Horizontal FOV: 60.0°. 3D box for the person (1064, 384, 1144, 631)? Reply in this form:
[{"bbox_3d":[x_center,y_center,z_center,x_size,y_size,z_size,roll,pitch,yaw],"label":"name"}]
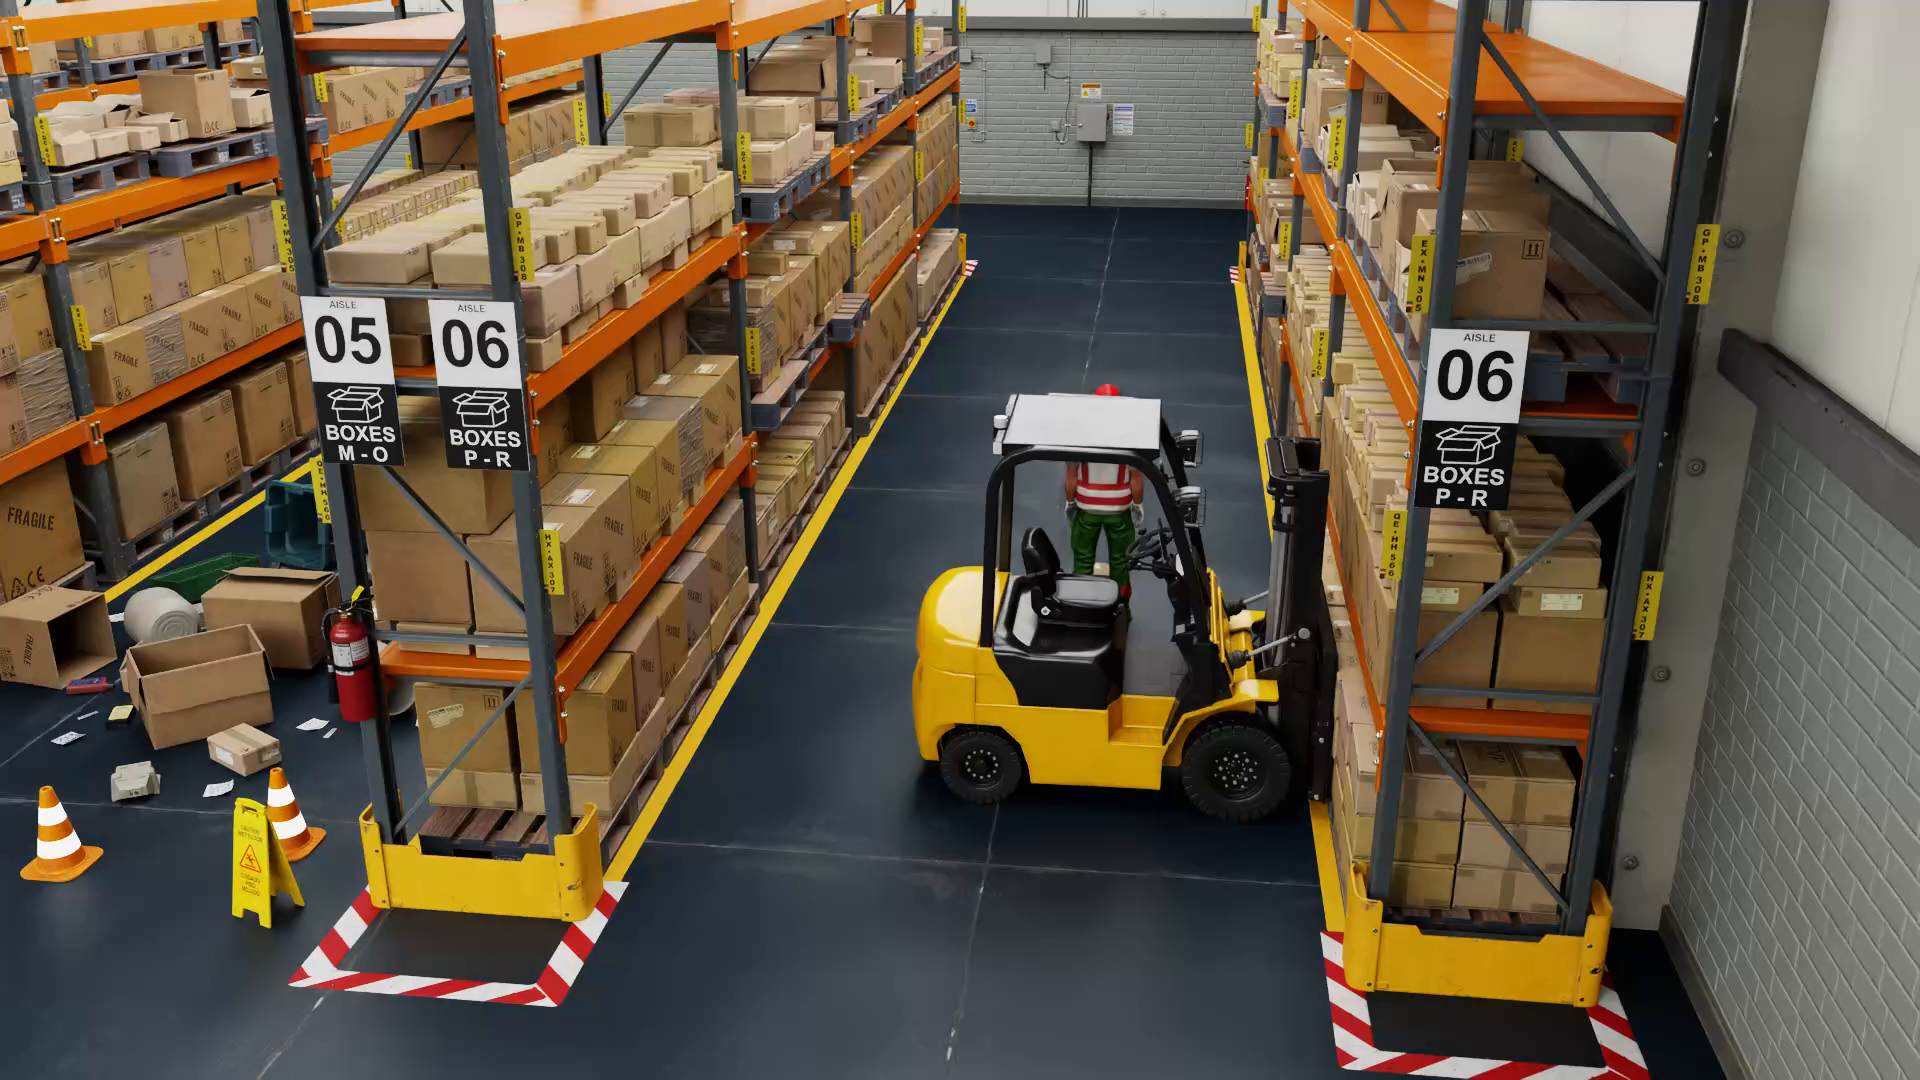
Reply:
[{"bbox_3d":[1.006,-0.231,11.602,0.556,1.793,0.359,2,21,6],"label":"person"}]
